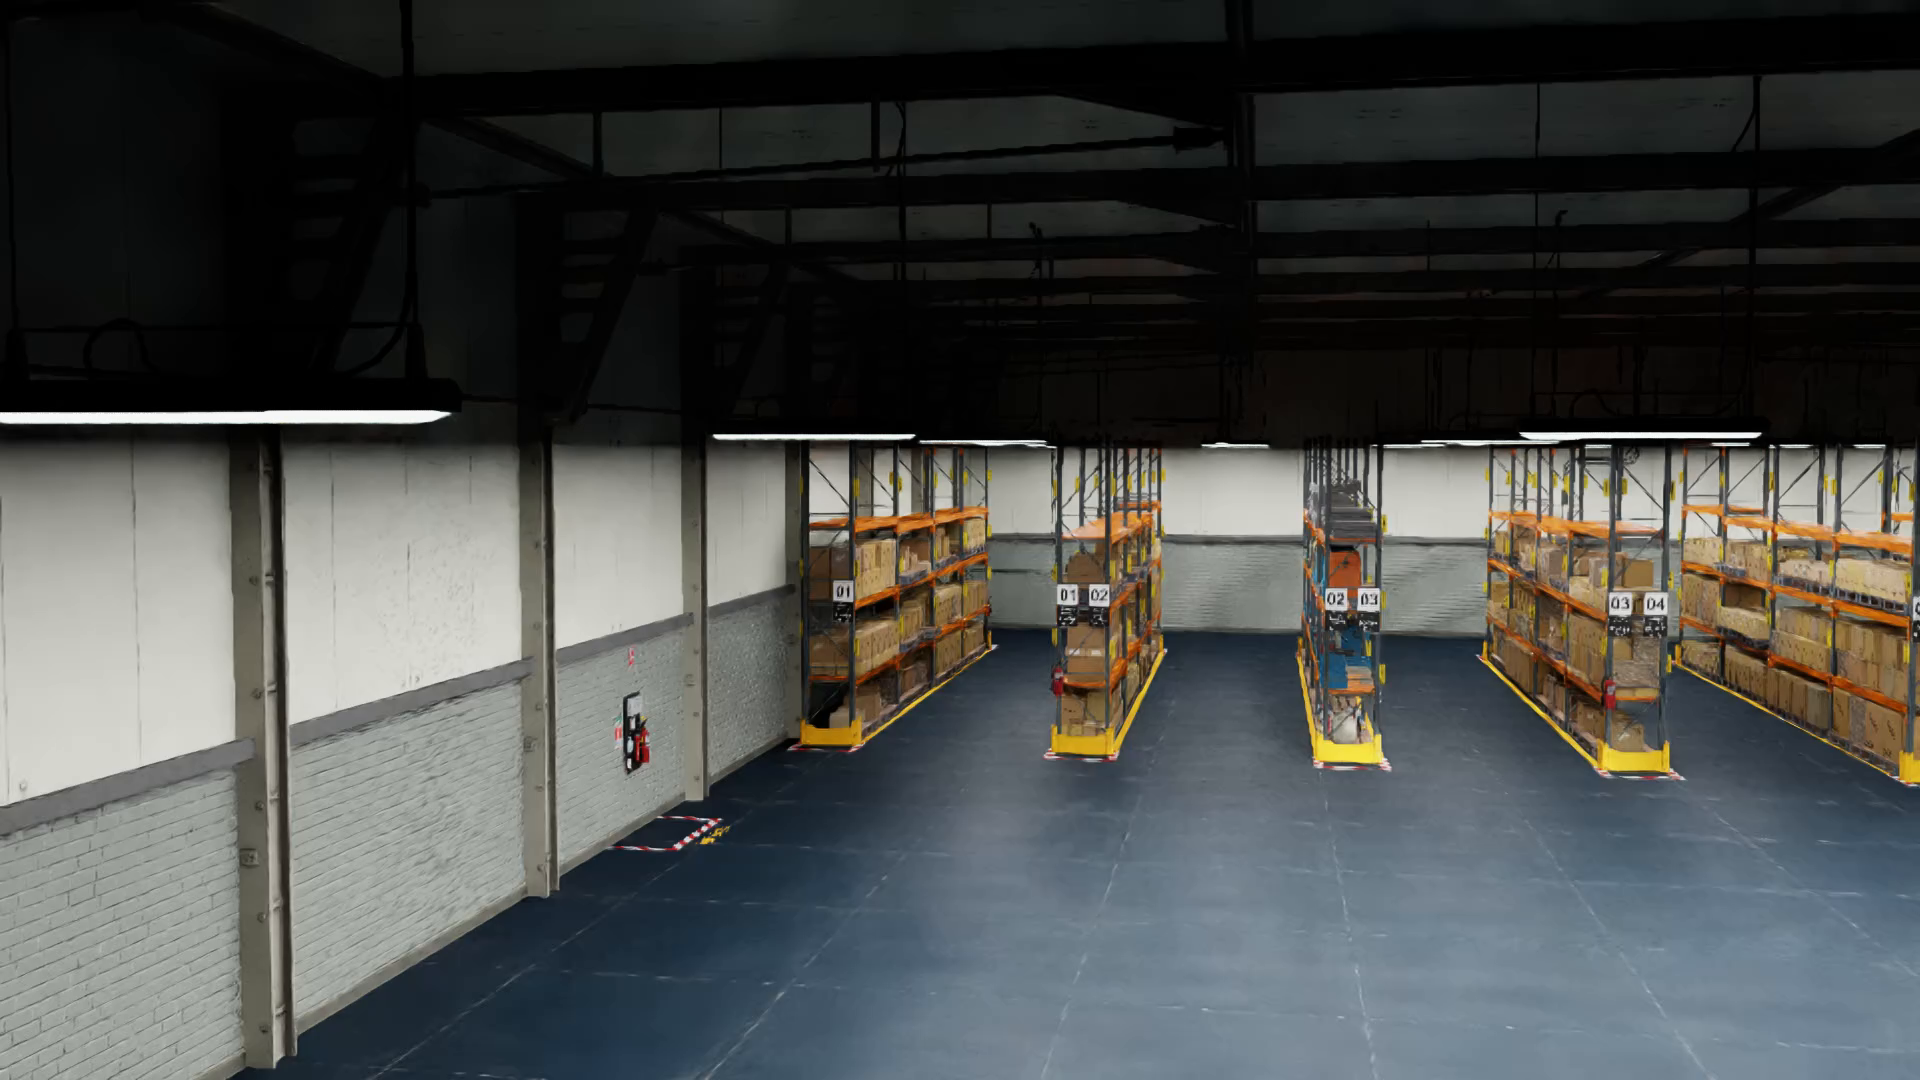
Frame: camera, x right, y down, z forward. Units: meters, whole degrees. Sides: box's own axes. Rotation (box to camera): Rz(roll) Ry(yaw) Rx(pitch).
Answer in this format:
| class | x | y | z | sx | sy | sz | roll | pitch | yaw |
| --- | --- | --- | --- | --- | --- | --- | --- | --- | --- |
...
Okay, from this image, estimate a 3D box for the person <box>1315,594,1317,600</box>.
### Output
| class | x | y | z | sx | sy | sz | roll | pitch | yaw |
| --- | --- | --- | --- | --- | --- | --- | --- | --- | --- |
| person | 10.933 | 2.151 | 50.102 | 0.581 | 1.605 | 0.788 | 2 | 4 | 31 |
